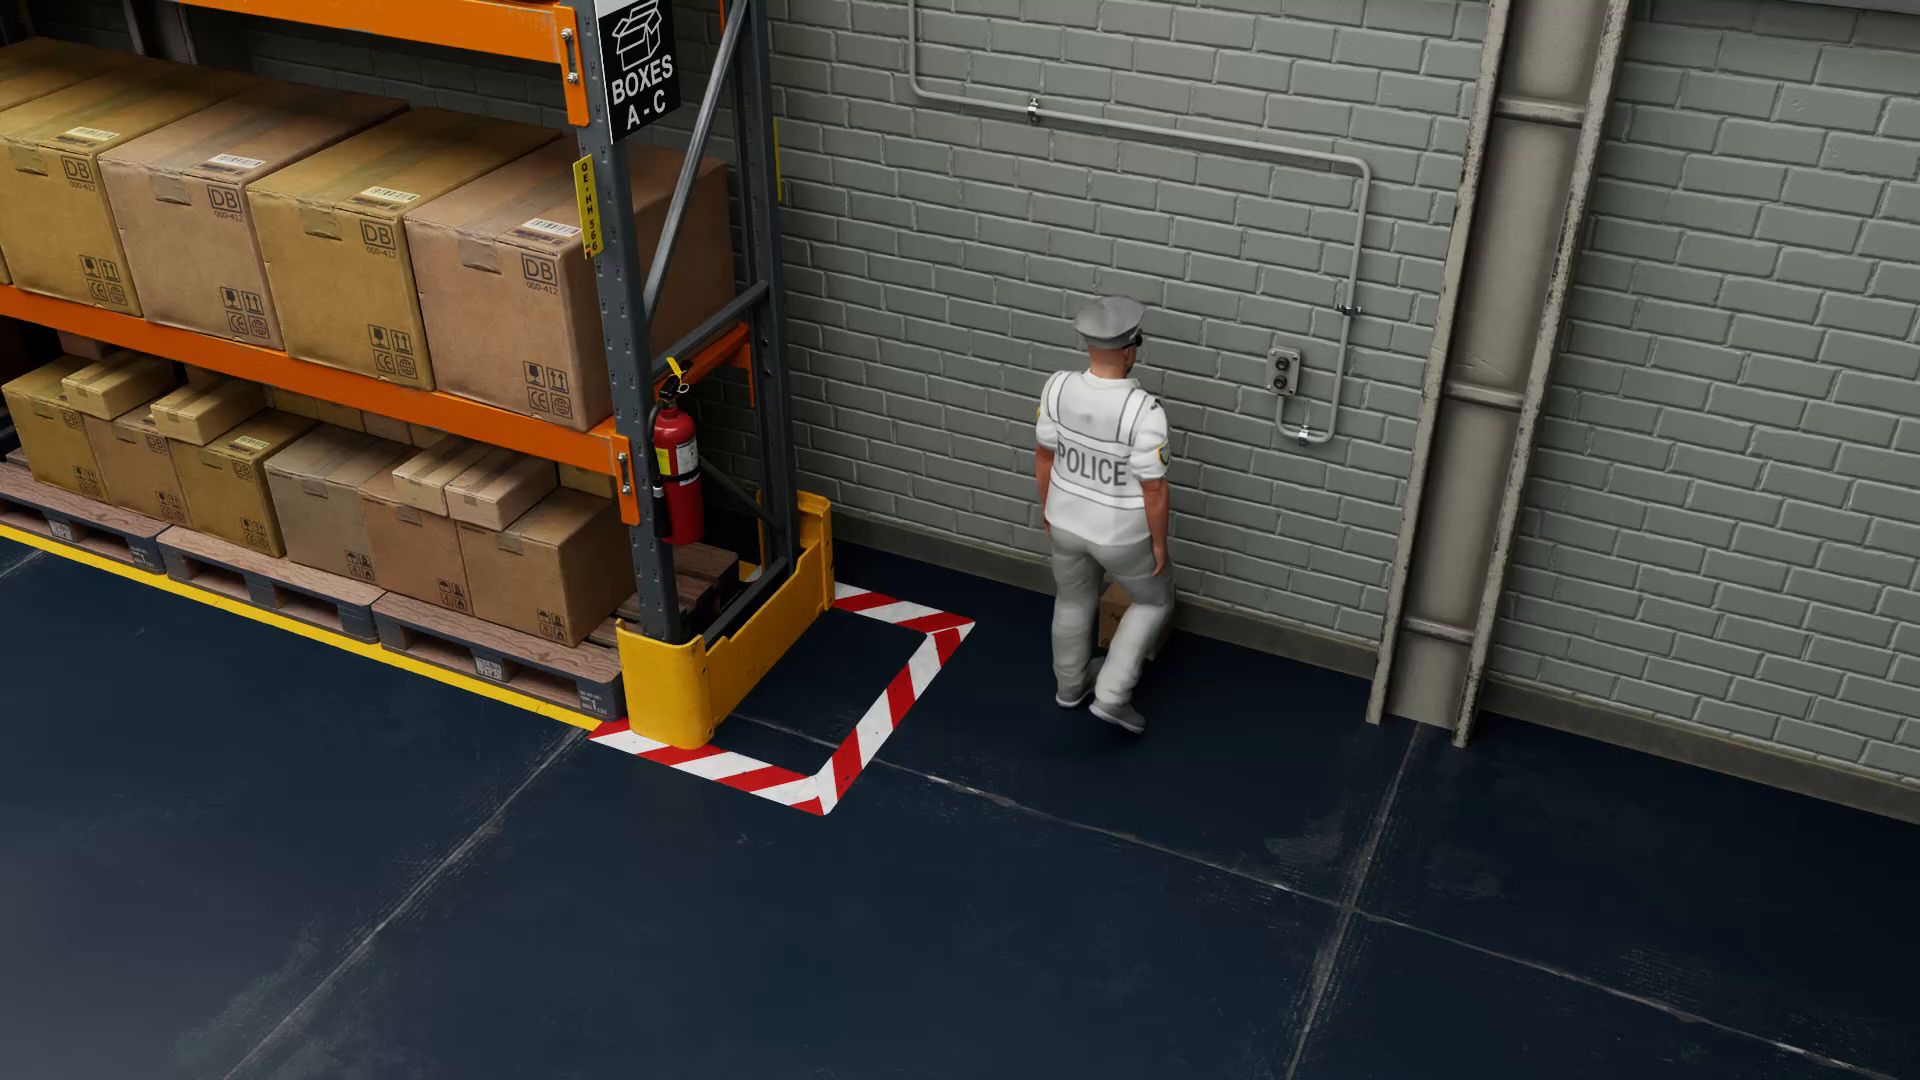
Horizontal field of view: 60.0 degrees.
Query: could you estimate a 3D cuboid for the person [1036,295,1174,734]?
[{"bbox_3d":[0.535,-0.059,6.203,0.545,1.776,0.484,19,38,27],"label":"person"}]
